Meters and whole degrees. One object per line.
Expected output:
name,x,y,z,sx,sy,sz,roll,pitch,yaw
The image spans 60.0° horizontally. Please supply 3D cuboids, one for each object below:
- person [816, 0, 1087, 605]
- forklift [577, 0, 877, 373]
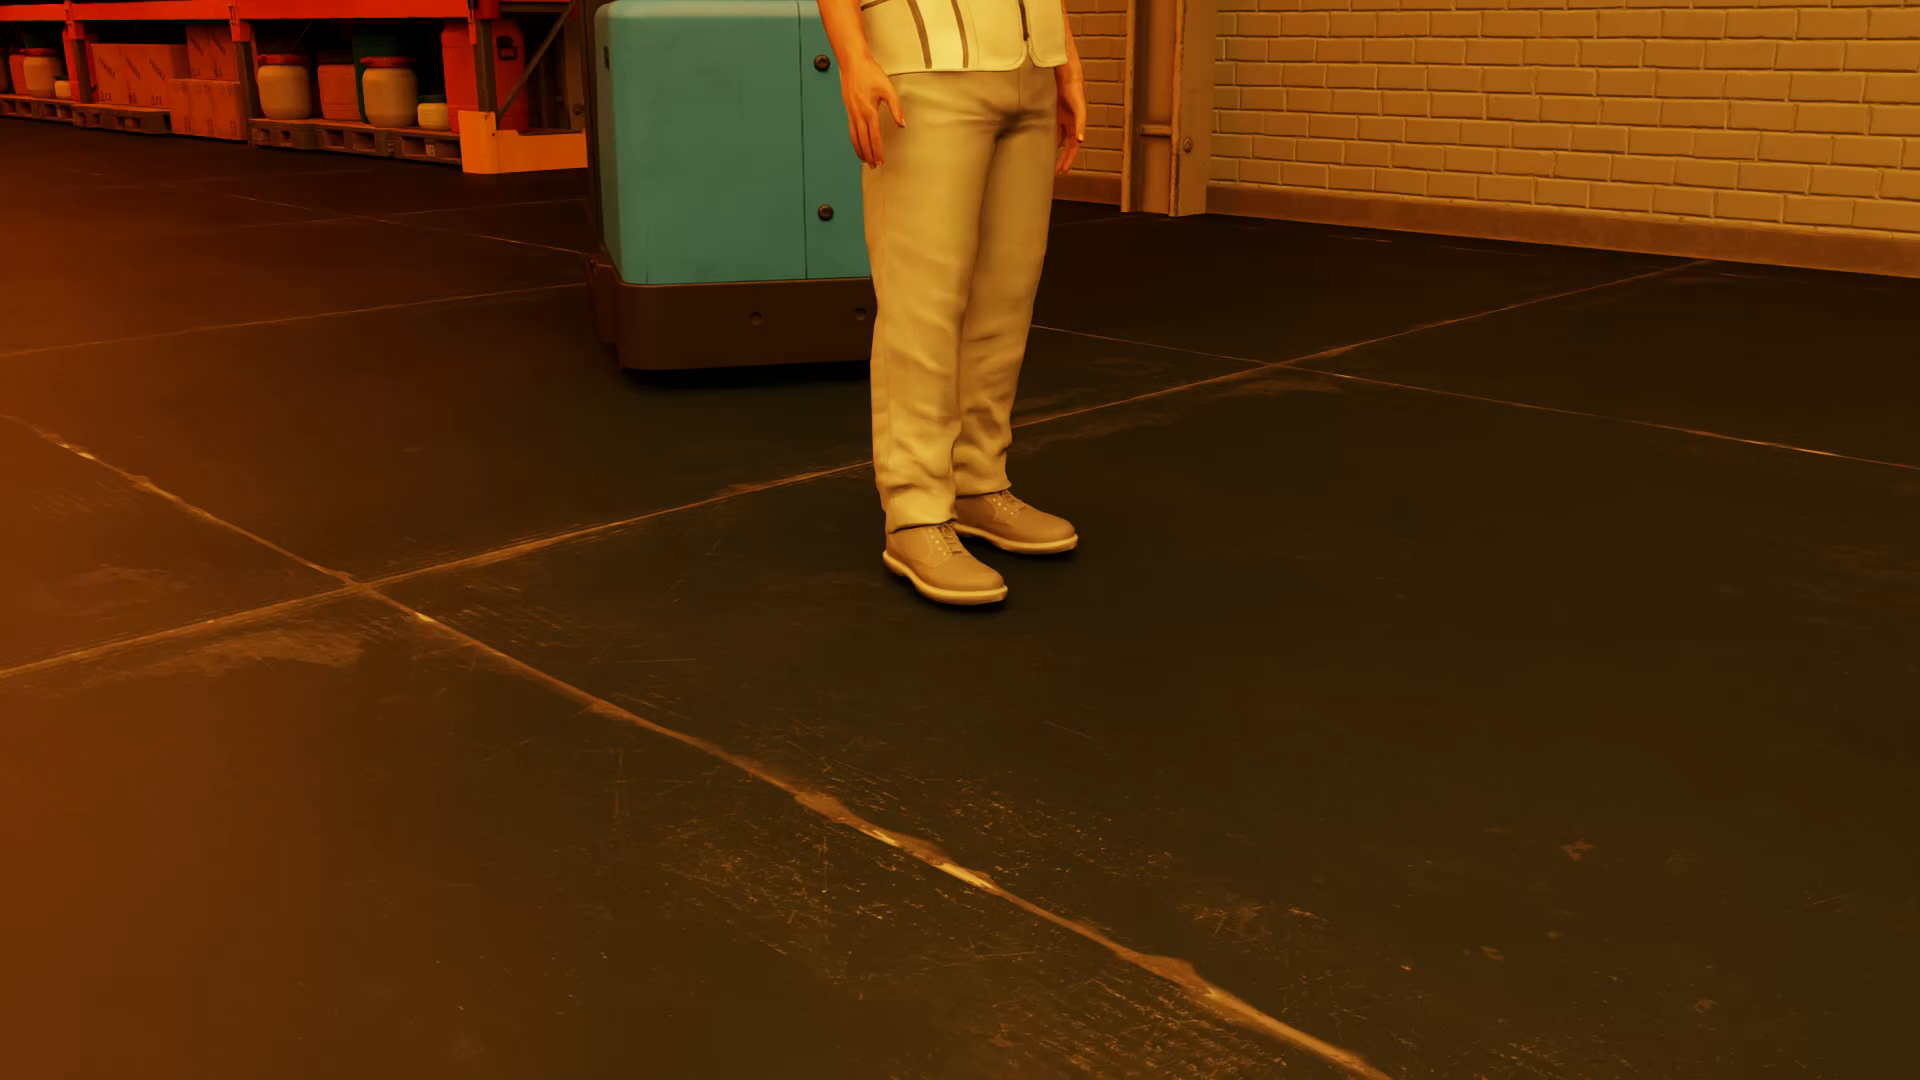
person,0.048,-0.841,3.069,0.574,1.780,0.641,16,23,42
forklift,-0.816,-2.274,5.796,1.130,2.935,3.031,-4,18,-14
